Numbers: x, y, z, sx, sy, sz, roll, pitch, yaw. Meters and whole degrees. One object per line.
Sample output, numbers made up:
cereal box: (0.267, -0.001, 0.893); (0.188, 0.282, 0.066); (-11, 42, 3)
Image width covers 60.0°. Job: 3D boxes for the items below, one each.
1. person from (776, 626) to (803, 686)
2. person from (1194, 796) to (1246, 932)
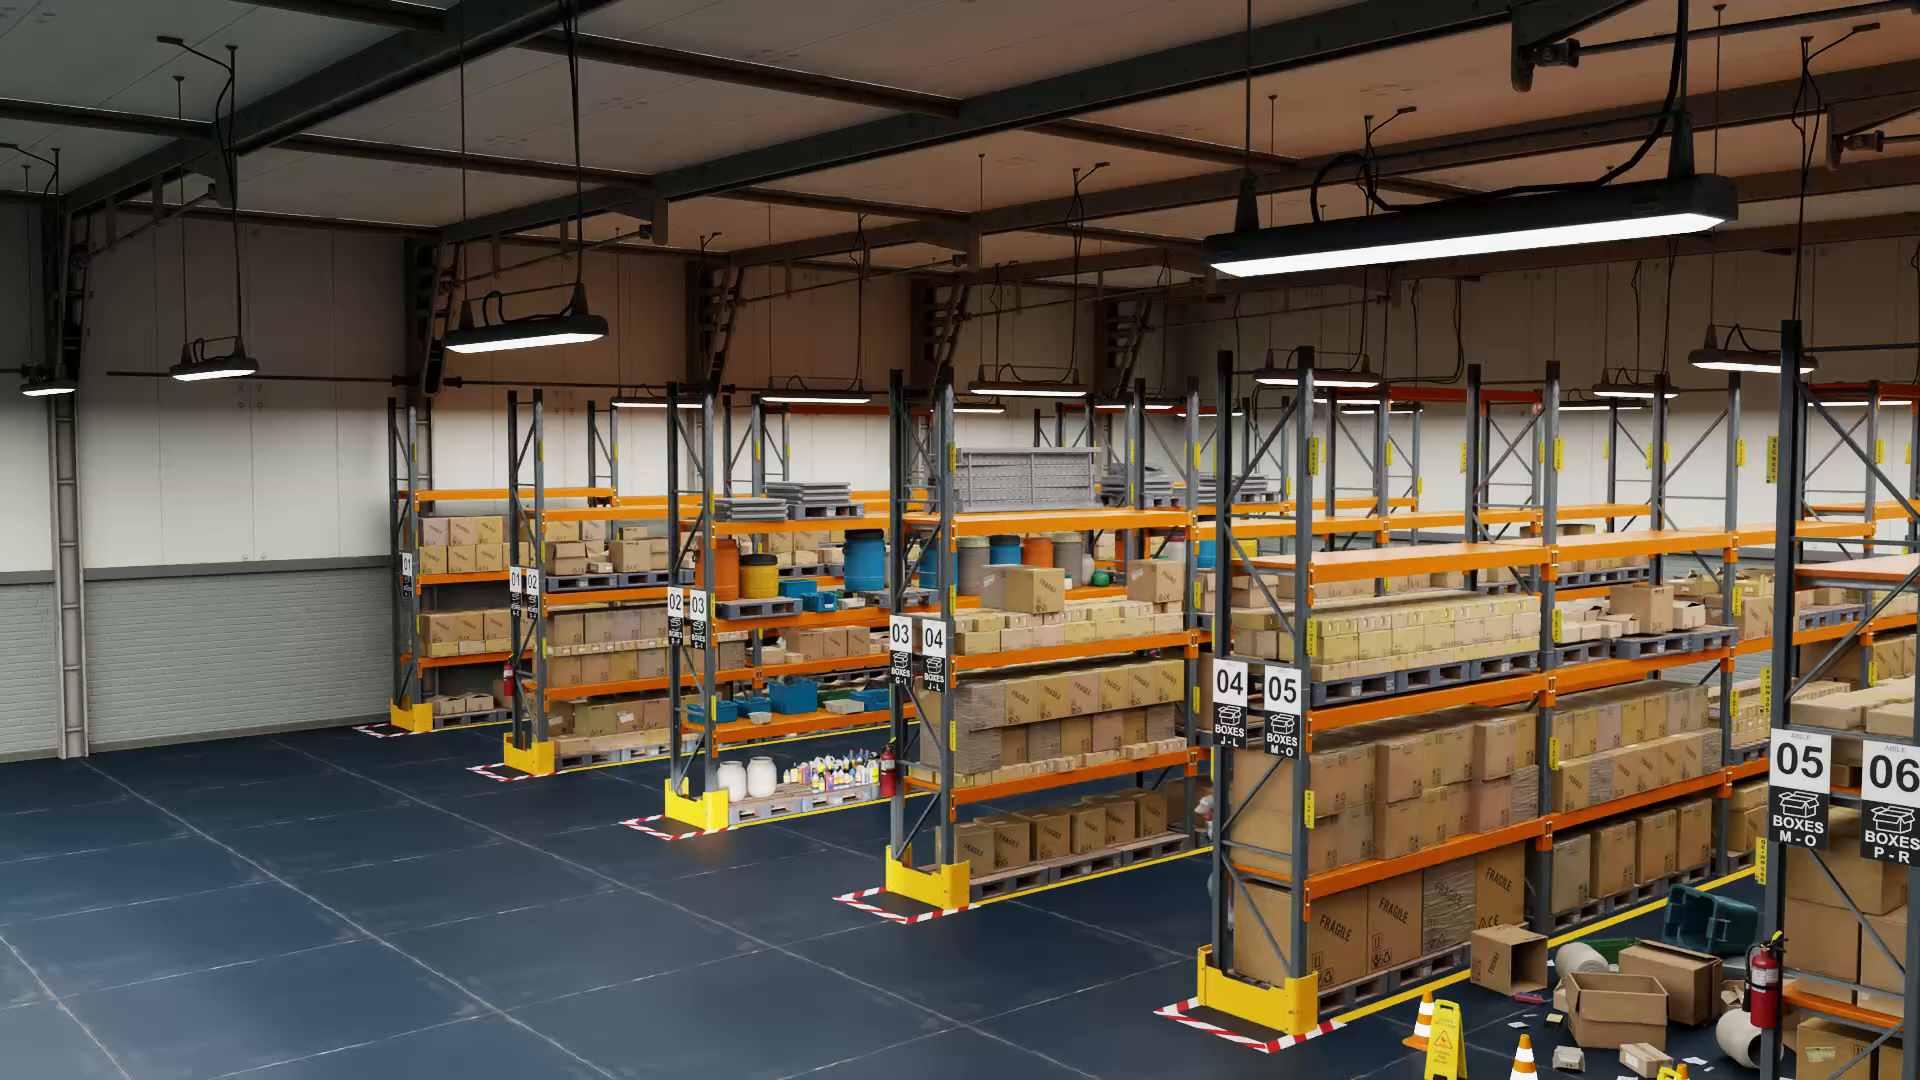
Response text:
person: (-3.222, 2.469, 31.766); (0.634, 1.740, 0.649); (1, 3, 16)
person: (2.949, 3.409, 17.575); (1.080, 1.483, 0.599); (-1, 4, -21)
